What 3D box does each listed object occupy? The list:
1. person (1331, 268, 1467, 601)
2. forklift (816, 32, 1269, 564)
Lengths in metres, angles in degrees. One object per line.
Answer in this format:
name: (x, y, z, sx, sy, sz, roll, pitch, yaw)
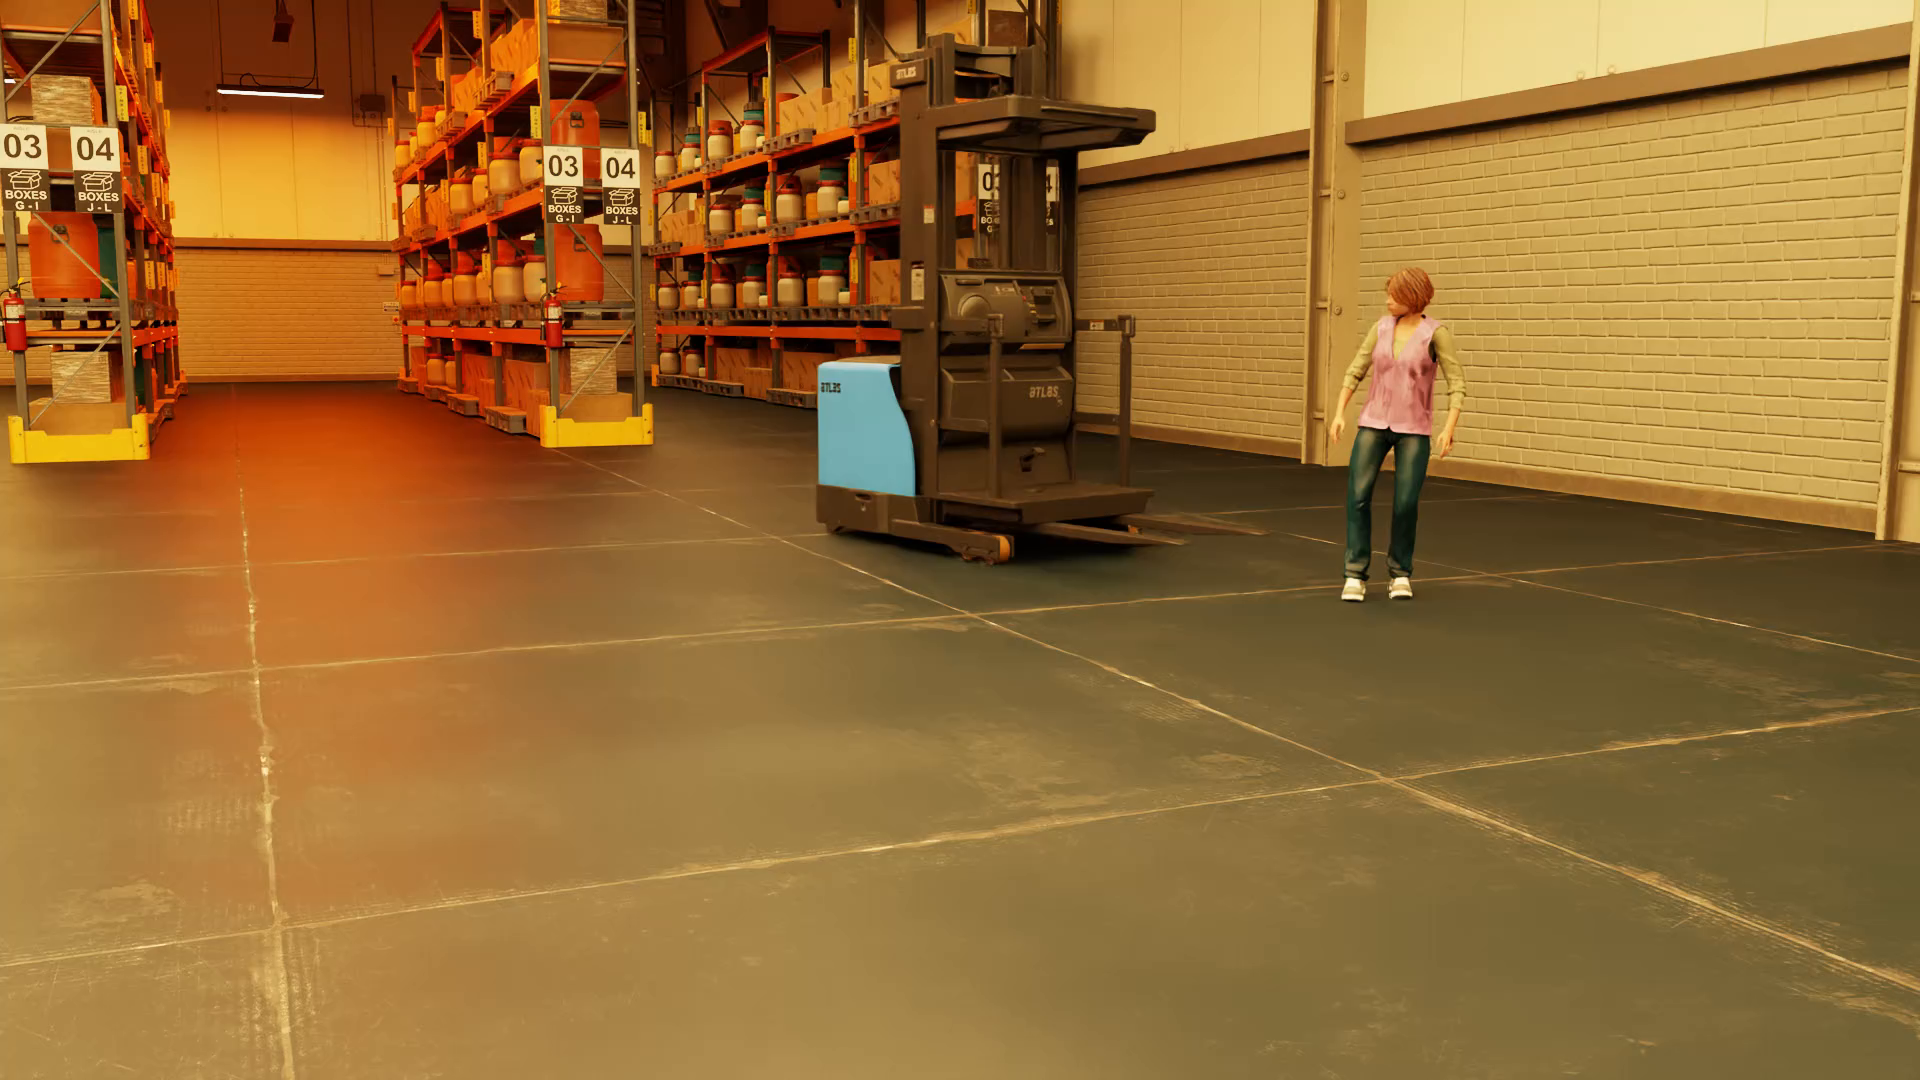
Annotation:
person: (2.076, -0.498, 7.923, 0.621, 1.580, 0.461, 4, 8, 26)
forklift: (0.409, -1.391, 9.492, 1.130, 2.935, 3.031, -6, 10, -39)
